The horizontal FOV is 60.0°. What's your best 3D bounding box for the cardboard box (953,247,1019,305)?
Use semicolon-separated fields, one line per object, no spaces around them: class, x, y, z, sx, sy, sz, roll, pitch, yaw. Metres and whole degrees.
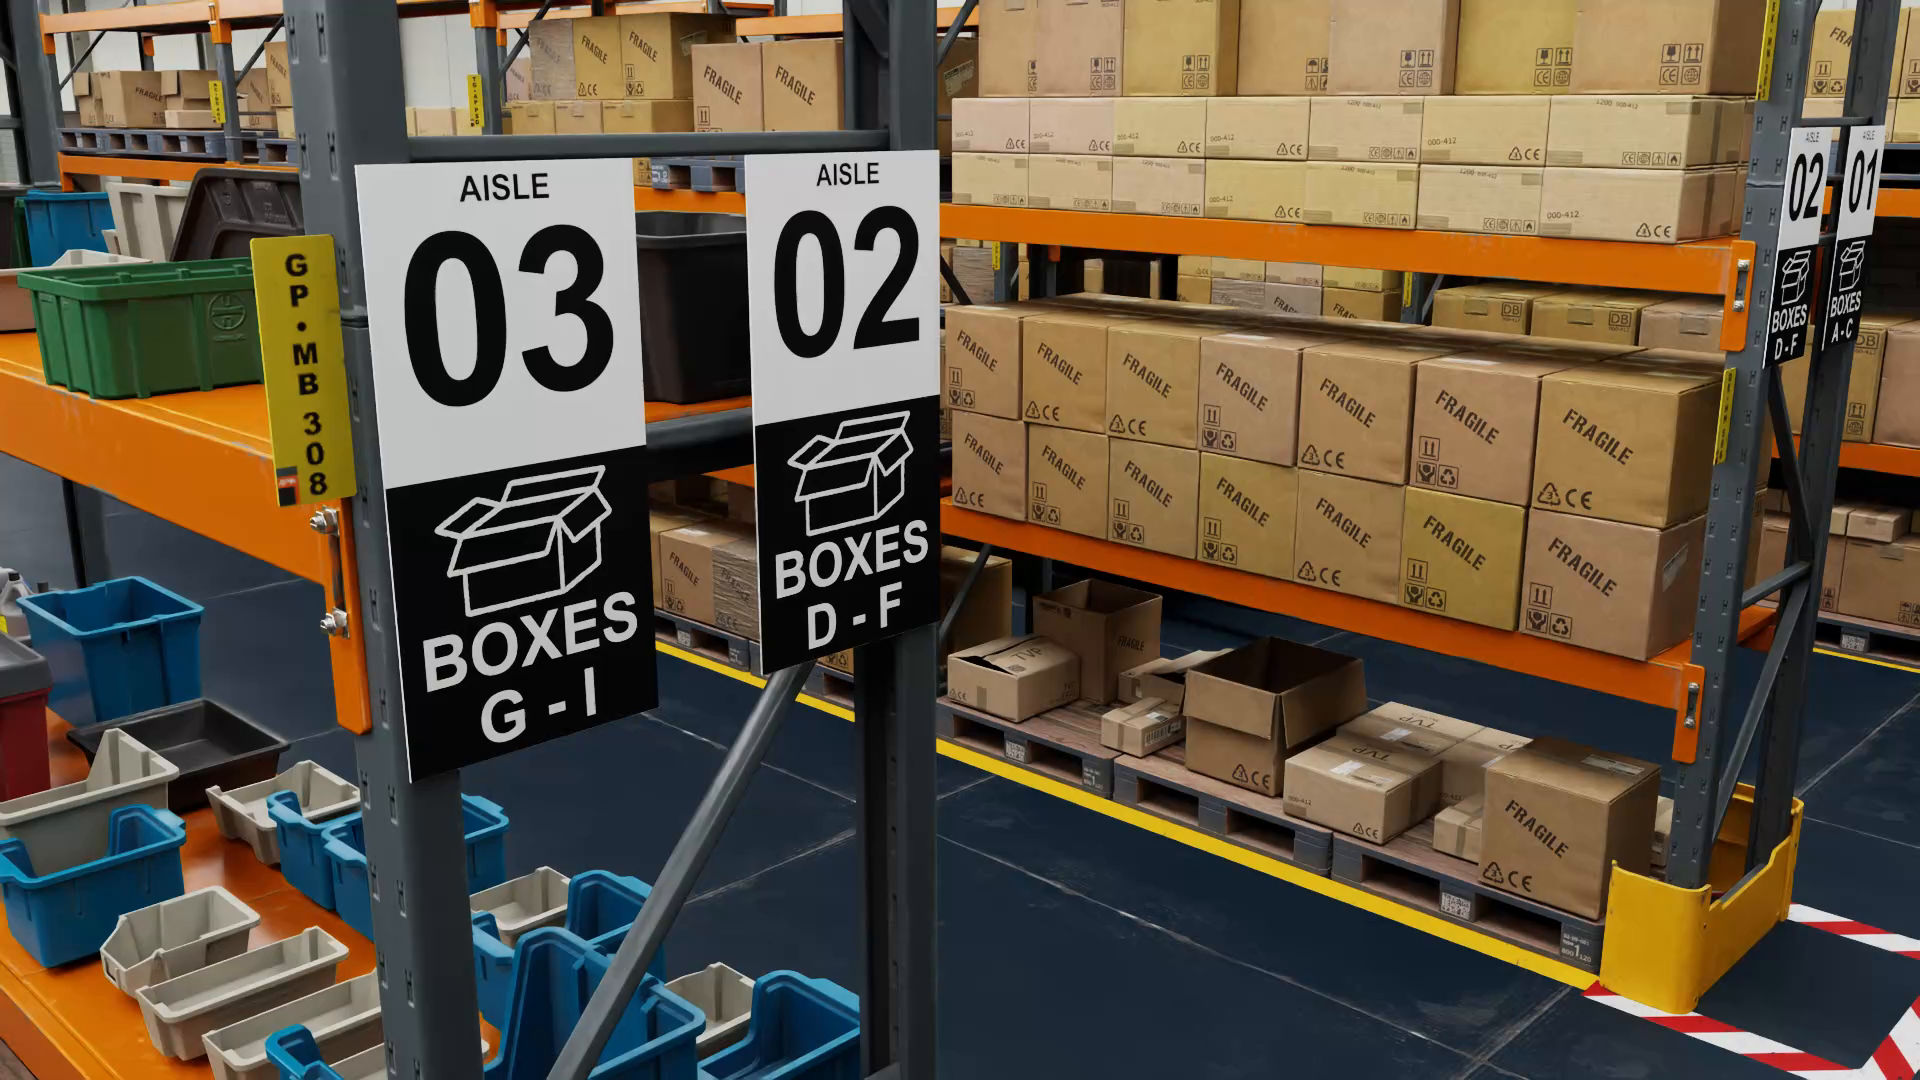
cardboard box;0.343;-2.447;15.305;0.500;0.500;0.700;11;18;36

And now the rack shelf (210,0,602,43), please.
rack shelf;-4.187;-3.917;12.339;4.000;0.370;1.077;14;20;42

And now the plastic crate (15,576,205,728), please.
plastic crate;-2.736;0.391;5.395;0.575;0.384;0.392;14;20;42

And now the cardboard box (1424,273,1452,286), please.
cardboard box;3.417;-2.098;12.721;0.500;0.250;0.500;-14;20;-42

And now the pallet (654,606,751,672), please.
pallet;-1.362;0.495;10.615;1.213;0.211;1.003;14;20;42

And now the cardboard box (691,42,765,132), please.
cardboard box;-1.141;-2.592;9.752;0.600;0.600;0.600;13;19;40

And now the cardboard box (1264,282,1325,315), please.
cardboard box;2.686;-1.730;12.795;0.500;0.500;0.500;14;20;43

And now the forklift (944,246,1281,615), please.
forklift;1.266;-1.069;11.221;1.130;2.935;3.031;-14;20;-42

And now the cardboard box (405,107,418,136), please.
cardboard box;-3.907;-3.048;12.196;0.500;0.250;0.500;13;20;41

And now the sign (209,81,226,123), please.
sign;-6.011;-3.545;13.457;0.005;0.325;0.100;14;20;42

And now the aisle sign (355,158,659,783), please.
aisle sign;-0.581;-0.100;2.209;0.004;0.787;0.394;14;20;42

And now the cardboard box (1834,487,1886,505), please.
cardboard box;5.738;-0.220;10.667;0.250;0.149;0.380;14;20;42

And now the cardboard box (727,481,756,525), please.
cardboard box;-1.128;-0.264;10.592;0.500;0.250;0.500;13;20;41

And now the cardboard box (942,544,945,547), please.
cardboard box;-0.439;0.271;10.029;0.500;0.500;0.500;14;20;43

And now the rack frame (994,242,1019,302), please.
rack frame;0.688;-2.106;15.064;0.127;3.000;1.000;14;20;42

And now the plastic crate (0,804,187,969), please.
plastic crate;-2.086;0.832;4.004;0.300;0.233;0.416;14;20;42

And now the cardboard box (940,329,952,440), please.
cardboard box;-0.054;-0.881;9.333;0.500;0.500;0.700;7;16;24

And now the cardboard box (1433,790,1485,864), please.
cardboard box;2.220;1.215;7.068;0.250;0.166;0.380;14;20;42

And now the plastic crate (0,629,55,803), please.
plastic crate;-2.840;0.534;4.686;0.583;0.464;0.402;14;20;42

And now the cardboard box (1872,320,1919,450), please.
cardboard box;6.073;-0.938;9.989;0.980;0.700;0.700;-13;20;-42

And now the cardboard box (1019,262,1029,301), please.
cardboard box;0.860;-2.176;14.507;0.500;0.500;0.500;-14;20;-43

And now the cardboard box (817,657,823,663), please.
cardboard box;-0.772;0.369;9.654;0.500;0.500;0.500;14;20;42

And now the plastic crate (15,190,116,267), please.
plastic crate;-2.432;-0.877;4.730;0.300;0.233;0.416;14;20;42

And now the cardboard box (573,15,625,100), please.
cardboard box;-2.071;-3.023;10.454;0.500;0.500;0.500;14;20;42

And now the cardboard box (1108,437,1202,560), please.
cardboard box;1.039;-0.239;7.700;0.500;0.500;0.500;14;20;42

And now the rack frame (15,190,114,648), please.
rack frame;-3.309;0.393;5.476;0.127;3.000;1.000;14;20;42

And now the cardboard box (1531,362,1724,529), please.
cardboard box;2.500;-0.366;6.206;0.500;0.500;0.500;13;20;42

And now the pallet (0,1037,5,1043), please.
pallet;-3.835;1.599;6.375;1.213;0.211;1.003;14;20;42

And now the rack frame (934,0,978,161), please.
rack frame;0.132;-3.409;8.168;0.127;3.000;1.000;14;20;42

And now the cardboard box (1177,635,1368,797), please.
cardboard box;1.488;0.817;7.925;0.637;0.503;0.797;14;20;42

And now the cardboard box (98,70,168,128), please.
cardboard box;-7.501;-4.037;15.217;0.500;0.500;0.500;14;20;42

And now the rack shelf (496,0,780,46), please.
rack shelf;-3.631;-5.709;18.429;4.000;0.370;1.077;14;20;42

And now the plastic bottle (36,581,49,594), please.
plastic bottle;-3.373;0.284;6.124;0.133;0.283;0.061;14;20;42

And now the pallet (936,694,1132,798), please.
pallet;0.626;0.964;8.814;1.213;0.211;1.003;14;20;42

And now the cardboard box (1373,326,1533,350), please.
cardboard box;2.137;-0.642;7.266;0.500;0.500;0.500;14;20;43

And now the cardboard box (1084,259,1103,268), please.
cardboard box;1.224;-2.450;14.072;0.500;0.250;0.500;13;20;41

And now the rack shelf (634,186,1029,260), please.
rack shelf;-1.308;-1.959;9.980;4.000;0.370;1.077;14;20;42

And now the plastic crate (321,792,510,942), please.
plastic crate;-1.326;0.811;4.083;0.300;0.233;0.416;14;20;42

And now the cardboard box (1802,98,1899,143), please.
cardboard box;5.360;-2.507;9.922;0.500;0.250;0.500;13;19;40

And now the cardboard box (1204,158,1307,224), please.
cardboard box;1.389;-1.492;7.057;0.500;0.250;0.500;14;20;42

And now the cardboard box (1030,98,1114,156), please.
cardboard box;0.671;-1.909;7.668;0.500;0.250;0.500;14;20;42

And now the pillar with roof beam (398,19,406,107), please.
pillar with roof beam;-11.274;-6.712;20.845;0.400;9.000;9.100;14;20;42

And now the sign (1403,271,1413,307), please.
sign;3.198;-1.827;11.857;0.005;0.325;0.100;14;20;42

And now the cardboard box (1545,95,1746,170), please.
cardboard box;2.465;-1.470;5.983;0.500;0.250;0.500;14;20;42

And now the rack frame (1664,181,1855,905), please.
rack frame;3.012;0.194;6.238;0.127;3.000;1.000;14;20;42

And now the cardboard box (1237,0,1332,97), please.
cardboard box;1.600;-2.152;7.111;0.500;0.500;0.700;14;20;42

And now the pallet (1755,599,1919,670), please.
pallet;5.817;0.518;10.525;1.213;0.211;1.003;14;20;42

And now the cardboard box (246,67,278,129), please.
cardboard box;-5.807;-3.813;14.358;0.500;0.500;0.500;-12;19;-40

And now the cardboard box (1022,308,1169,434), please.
cardboard box;0.648;-0.814;7.927;0.500;0.500;0.500;13;19;40

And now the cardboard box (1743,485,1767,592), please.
cardboard box;2.875;0.020;6.707;0.500;0.500;0.500;-14;20;-43
